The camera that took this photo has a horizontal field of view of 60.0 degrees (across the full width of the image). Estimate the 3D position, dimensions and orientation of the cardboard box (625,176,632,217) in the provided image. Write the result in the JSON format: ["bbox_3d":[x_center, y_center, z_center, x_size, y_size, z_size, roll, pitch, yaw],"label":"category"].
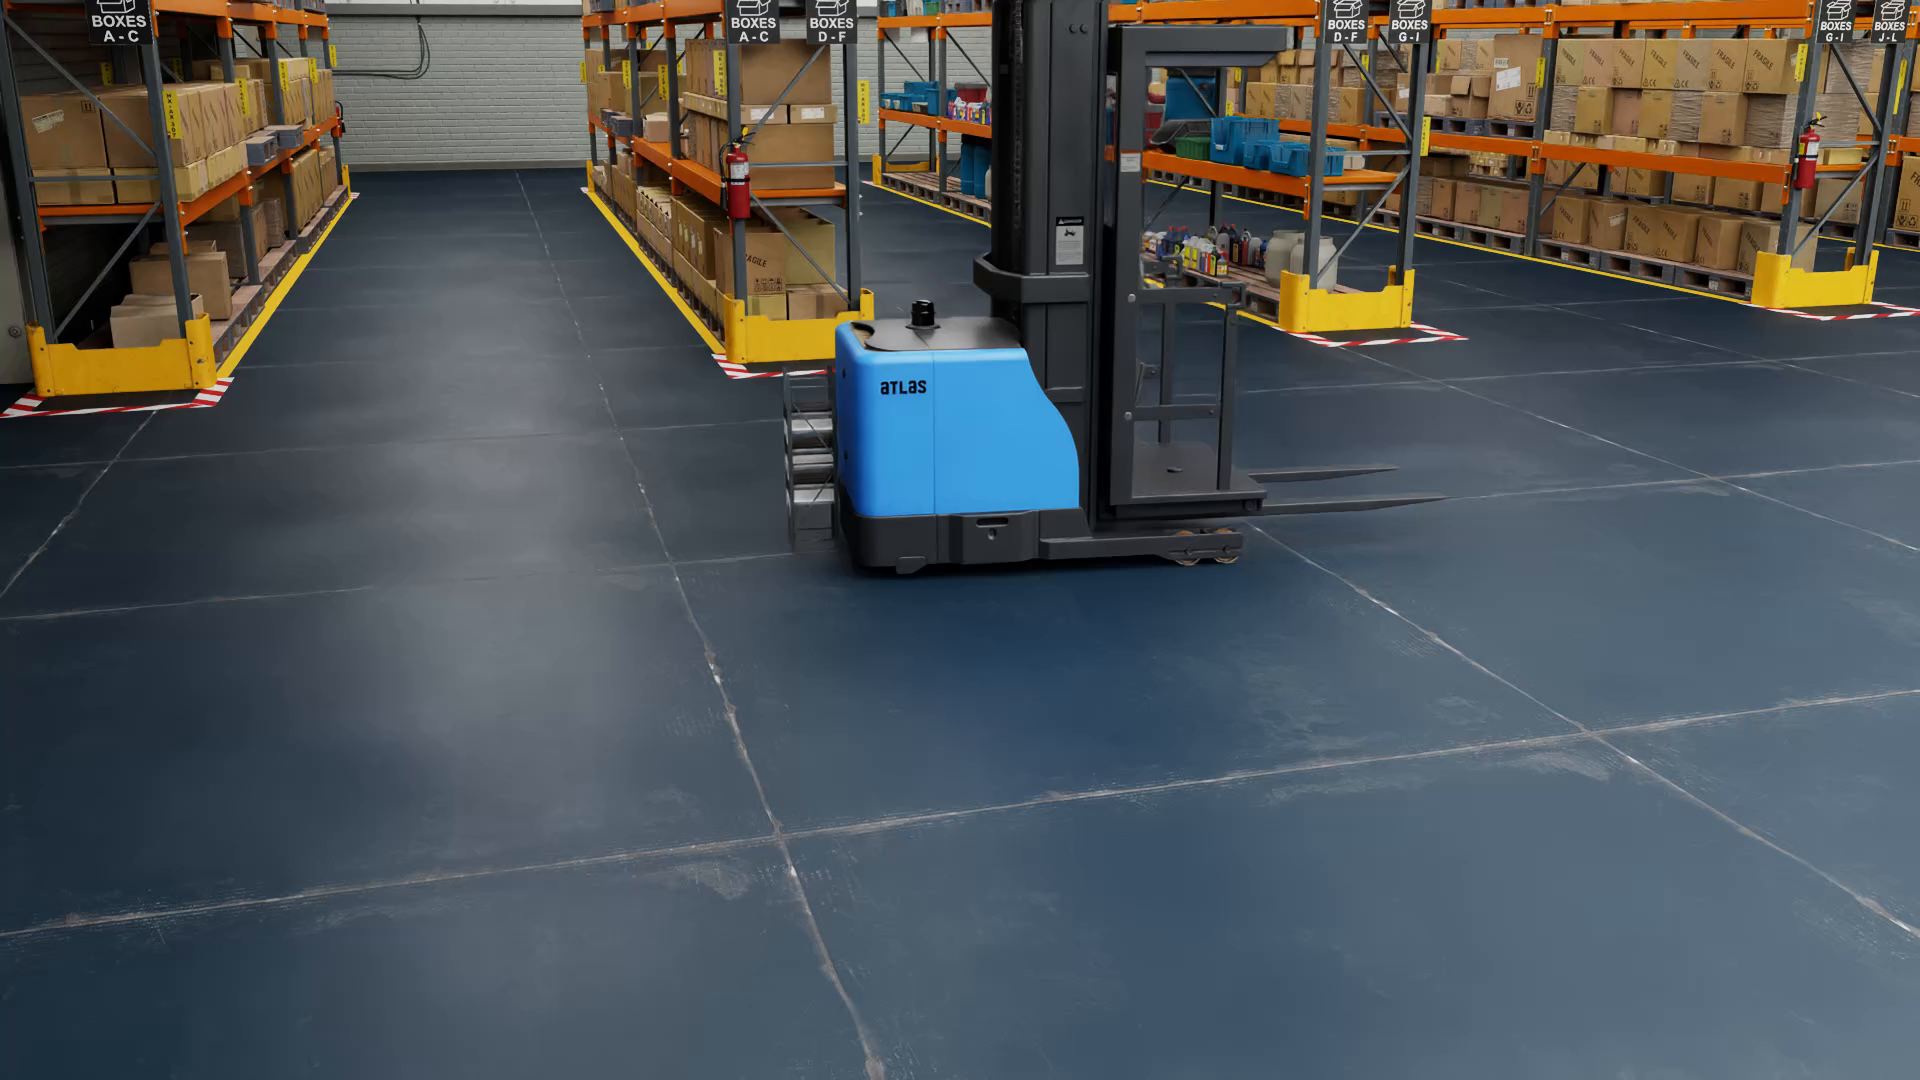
[{"bbox_3d":[-4.113,-4.529,21.894,0.500,0.500,0.500,-5,18,-17],"label":"cardboard box"}]

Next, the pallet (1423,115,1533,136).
[{"bbox_3d":[6.621,-5.278,21.141,1.003,0.211,1.213,-5,17,-15],"label":"pallet"}]

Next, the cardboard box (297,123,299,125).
[{"bbox_3d":[-8.677,-5.309,21.313,0.380,0.149,0.250,-5,17,-17],"label":"cardboard box"}]

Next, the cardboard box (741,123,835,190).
[{"bbox_3d":[-1.405,-3.097,13.374,0.700,0.500,0.500,-5,17,-15],"label":"cardboard box"}]

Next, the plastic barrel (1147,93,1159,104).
[{"bbox_3d":[2.121,-4.966,19.533,0.433,0.535,0.433,0,17,0],"label":"plastic barrel"}]

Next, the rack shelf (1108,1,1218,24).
[{"bbox_3d":[1.825,-6.061,19.452,1.077,0.370,4.000,-5,17,-15],"label":"rack shelf"}]

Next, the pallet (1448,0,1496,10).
[{"bbox_3d":[6.782,-6.620,20.389,1.213,0.211,1.003,-5,17,-15],"label":"pallet"}]

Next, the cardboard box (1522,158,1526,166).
[{"bbox_3d":[9.788,-6.551,28.756,0.380,0.149,0.250,-5,17,-15],"label":"cardboard box"}]

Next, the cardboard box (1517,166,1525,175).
[{"bbox_3d":[9.871,-6.420,28.836,0.380,0.149,0.250,-4,17,-14],"label":"cardboard box"}]

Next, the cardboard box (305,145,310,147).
[{"bbox_3d":[-10.387,-6.100,26.031,0.380,0.149,0.250,-5,17,-15],"label":"cardboard box"}]

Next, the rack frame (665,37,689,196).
[{"bbox_3d":[-2.389,-4.025,16.638,1.000,3.000,0.127,-5,17,-15],"label":"rack frame"}]

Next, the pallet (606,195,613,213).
[{"bbox_3d":[-4.775,-5.093,25.039,1.003,0.211,1.213,-5,17,-15],"label":"pallet"}]

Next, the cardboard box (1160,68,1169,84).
[{"bbox_3d":[3.849,-8.264,29.190,0.500,0.500,0.500,-5,17,-17],"label":"cardboard box"}]

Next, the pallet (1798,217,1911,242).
[{"bbox_3d":[11.650,-4.044,21.547,1.003,0.211,1.213,-5,17,-15],"label":"pallet"}]

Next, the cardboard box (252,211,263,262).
[{"bbox_3d":[-7.660,-3.132,17.244,0.700,0.500,0.500,-4,17,-15],"label":"cardboard box"}]

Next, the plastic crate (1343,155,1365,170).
[{"bbox_3d":[3.538,-3.456,15.202,0.298,0.136,0.250,-5,17,-15],"label":"plastic crate"}]

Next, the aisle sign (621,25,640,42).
[{"bbox_3d":[-5.411,-8.633,27.458,0.394,0.787,0.004,-5,17,-15],"label":"aisle sign"}]

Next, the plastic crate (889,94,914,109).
[{"bbox_3d":[-0.991,-7.407,28.084,0.416,0.233,0.300,-5,17,-15],"label":"plastic crate"}]

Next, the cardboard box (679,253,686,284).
[{"bbox_3d":[-2.420,-2.619,16.005,0.500,0.250,0.500,-5,17,-15],"label":"cardboard box"}]

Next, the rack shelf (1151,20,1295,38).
[{"bbox_3d":[4.389,-8.666,28.123,1.077,0.370,4.000,-5,17,-15],"label":"rack shelf"}]

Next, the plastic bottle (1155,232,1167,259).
[{"bbox_3d":[2.156,-3.112,17.568,0.152,0.276,0.135,-4,17,-13],"label":"plastic bottle"}]

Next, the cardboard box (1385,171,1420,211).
[{"bbox_3d":[6.241,-4.744,22.610,0.700,0.500,0.500,-6,18,-18],"label":"cardboard box"}]

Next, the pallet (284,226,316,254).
[{"bbox_3d":[-8.394,-3.628,20.162,1.003,0.211,1.213,-5,17,-15],"label":"pallet"}]

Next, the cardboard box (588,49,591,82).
[{"bbox_3d":[-5.667,-7.584,26.573,0.500,0.500,0.500,-5,17,-15],"label":"cardboard box"}]

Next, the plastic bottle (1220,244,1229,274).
[{"bbox_3d":[2.607,-2.773,16.426,0.061,0.283,0.133,-5,17,-15],"label":"plastic bottle"}]

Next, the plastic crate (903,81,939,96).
[{"bbox_3d":[-0.651,-7.703,28.716,0.616,0.435,0.499,-5,17,-15],"label":"plastic crate"}]

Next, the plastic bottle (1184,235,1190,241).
[{"bbox_3d":[2.354,-3.033,17.314,0.097,0.271,0.097,0,17,0],"label":"plastic bottle"}]

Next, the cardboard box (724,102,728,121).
[{"bbox_3d":[-1.721,-3.511,13.625,0.380,0.149,0.250,-5,17,-16],"label":"cardboard box"}]

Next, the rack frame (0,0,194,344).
[{"bbox_3d":[-6.051,-2.526,11.648,1.000,3.000,0.127,-5,17,-15],"label":"rack frame"}]

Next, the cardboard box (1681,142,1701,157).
[{"bbox_3d":[7.600,-3.988,16.950,0.380,0.149,0.250,-5,17,-15],"label":"cardboard box"}]

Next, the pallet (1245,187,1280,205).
[{"bbox_3d":[5.223,-5.477,26.320,1.003,0.211,1.213,-5,17,-15],"label":"pallet"}]

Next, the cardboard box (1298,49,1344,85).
[{"bbox_3d":[5.486,-7.011,24.661,0.797,0.503,0.637,-4,17,-13],"label":"cardboard box"}]

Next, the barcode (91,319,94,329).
[{"bbox_3d":[-6.544,-1.625,12.542,0.001,0.075,0.075,-5,17,-15],"label":"barcode"}]

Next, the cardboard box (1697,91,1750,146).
[{"bbox_3d":[7.859,-4.174,16.444,0.875,0.500,0.500,-5,17,-15],"label":"cardboard box"}]

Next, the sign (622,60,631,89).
[{"bbox_3d":[-4.007,-5.603,20.015,0.100,0.325,0.005,-5,17,-15],"label":"sign"}]

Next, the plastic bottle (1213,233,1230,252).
[{"bbox_3d":[2.746,-3.095,17.511,0.152,0.276,0.135,-5,17,-15],"label":"plastic bottle"}]

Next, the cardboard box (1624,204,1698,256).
[{"bbox_3d":[7.620,-3.374,18.086,0.500,0.500,0.500,-6,18,-20],"label":"cardboard box"}]

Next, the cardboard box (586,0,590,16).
[{"bbox_3d":[-5.526,-8.270,25.815,0.500,0.250,0.500,-5,17,-15],"label":"cardboard box"}]

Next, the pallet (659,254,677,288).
[{"bbox_3d":[-2.629,-2.891,17.708,1.003,0.211,1.213,-5,17,-15],"label":"pallet"}]

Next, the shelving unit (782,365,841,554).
[{"bbox_3d":[-0.733,-0.398,8.210,0.258,0.900,0.210,-3,17,-9],"label":"shelving unit"}]

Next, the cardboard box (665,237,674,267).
[{"bbox_3d":[-2.781,-3.001,17.279,0.500,0.250,0.500,-5,17,-16],"label":"cardboard box"}]

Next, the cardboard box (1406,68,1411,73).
[{"bbox_3d":[8.494,-8.535,30.962,0.500,0.500,0.500,-4,17,-13],"label":"cardboard box"}]

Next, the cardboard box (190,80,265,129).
[{"bbox_3d":[-7.931,-4.716,17.999,0.700,0.500,0.500,-6,18,-20],"label":"cardboard box"}]

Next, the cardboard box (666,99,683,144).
[{"bbox_3d":[-3.011,-4.717,18.767,0.500,0.500,0.500,-6,18,-18],"label":"cardboard box"}]

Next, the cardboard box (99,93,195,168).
[{"bbox_3d":[-5.894,-2.979,12.077,0.500,0.500,0.500,-5,17,-15],"label":"cardboard box"}]

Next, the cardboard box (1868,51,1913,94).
[{"bbox_3d":[11.792,-5.835,20.752,0.700,0.500,0.500,-5,17,-16],"label":"cardboard box"}]

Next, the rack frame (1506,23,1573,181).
[{"bbox_3d":[9.735,-7.384,27.821,1.000,3.000,0.127,-5,17,-15],"label":"rack frame"}]

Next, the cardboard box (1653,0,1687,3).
[{"bbox_3d":[7.444,-5.598,16.921,0.500,0.250,0.500,-5,17,-16],"label":"cardboard box"}]

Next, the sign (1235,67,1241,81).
[{"bbox_3d":[4.406,-7.428,26.326,0.100,0.325,0.005,-5,17,-15],"label":"sign"}]

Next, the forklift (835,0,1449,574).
[{"bbox_3d":[0.921,-1.426,8.105,3.031,2.935,1.130,-3,17,-9],"label":"forklift"}]

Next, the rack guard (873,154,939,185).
[{"bbox_3d":[-0.942,-6.544,29.367,1.175,0.500,0.348,-5,17,-15],"label":"rack guard"}]

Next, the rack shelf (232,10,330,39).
[{"bbox_3d":[-9.899,-7.491,24.212,1.077,0.370,4.000,-5,17,-15],"label":"rack shelf"}]

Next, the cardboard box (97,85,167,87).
[{"bbox_3d":[-7.084,-3.640,14.277,0.500,0.500,0.500,-5,17,-16],"label":"cardboard box"}]

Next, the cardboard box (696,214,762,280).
[{"bbox_3d":[-2.012,-2.562,14.515,0.500,0.500,0.500,-5,17,-15],"label":"cardboard box"}]
